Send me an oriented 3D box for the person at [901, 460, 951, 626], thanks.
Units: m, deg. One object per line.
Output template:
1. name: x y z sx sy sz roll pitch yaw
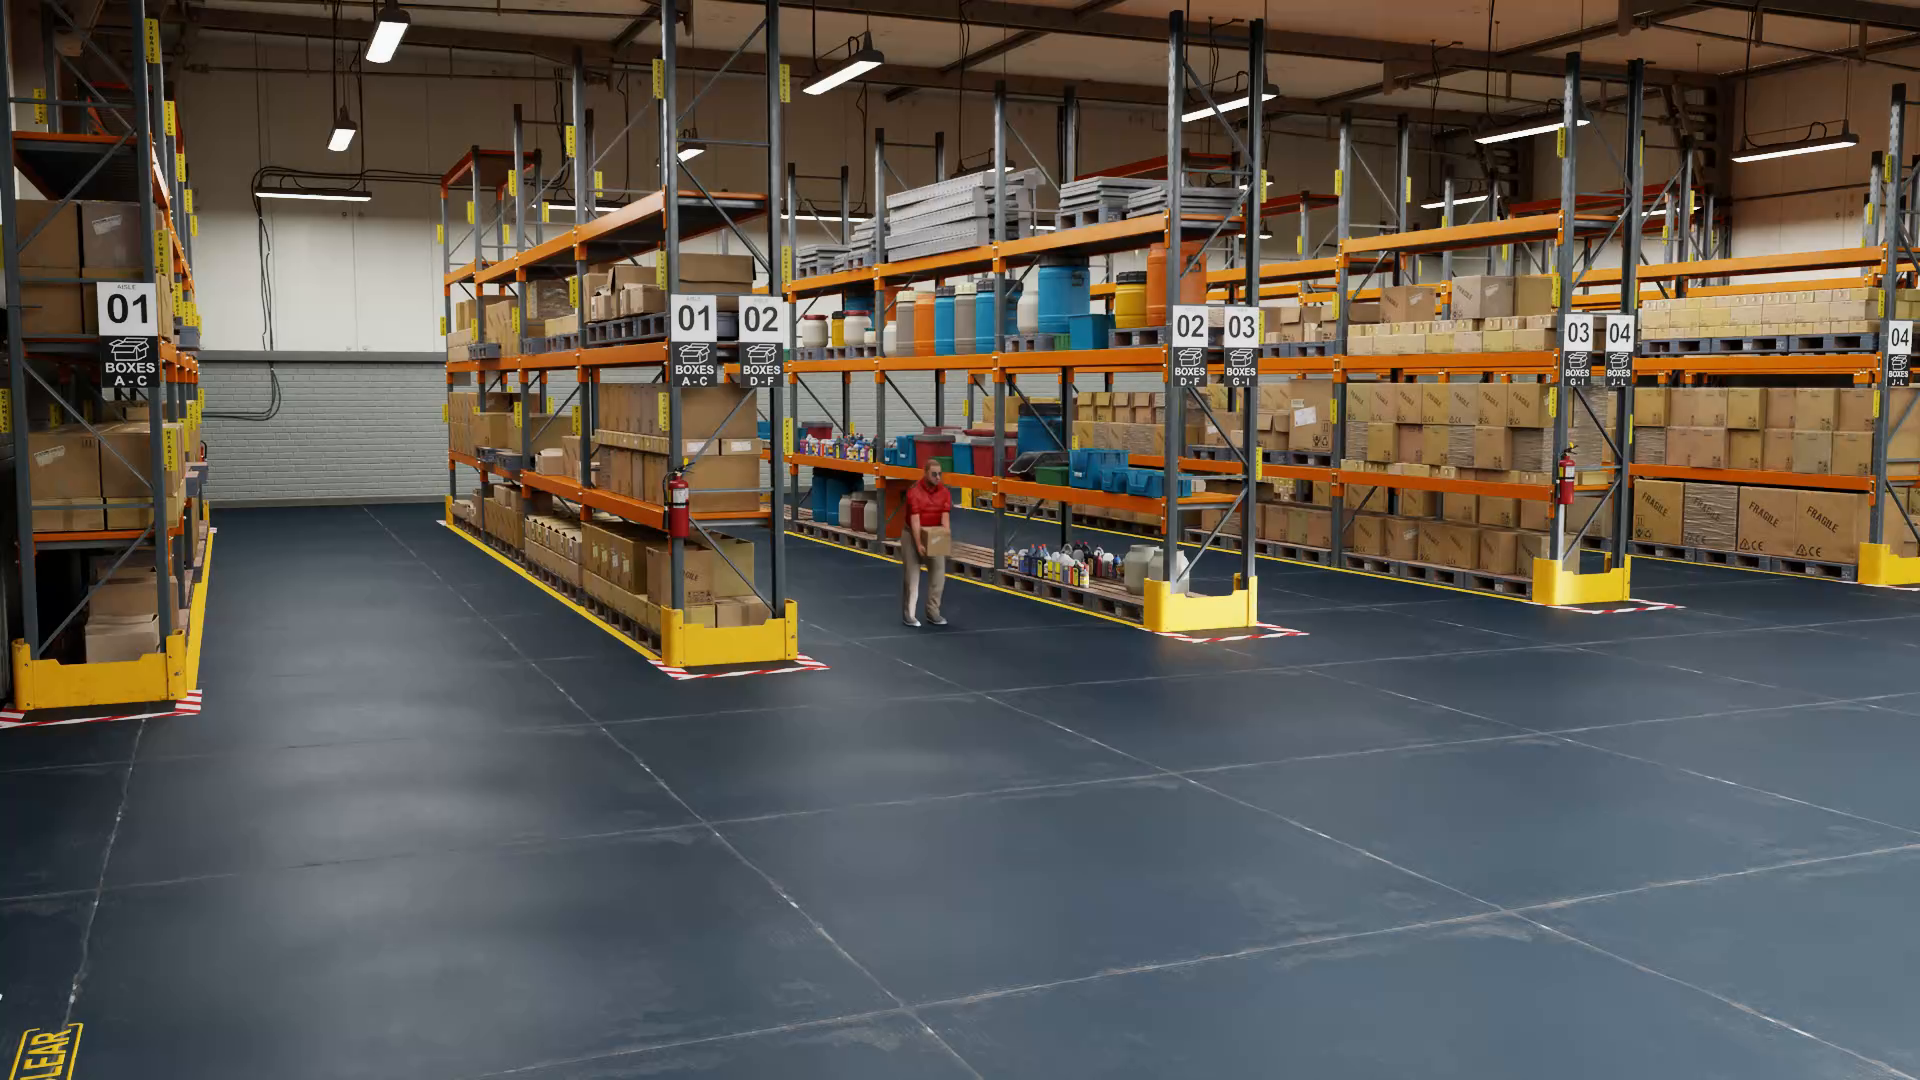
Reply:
1. person: -0.328 0.029 16.822 0.481 1.684 0.593 -2 6 -25
